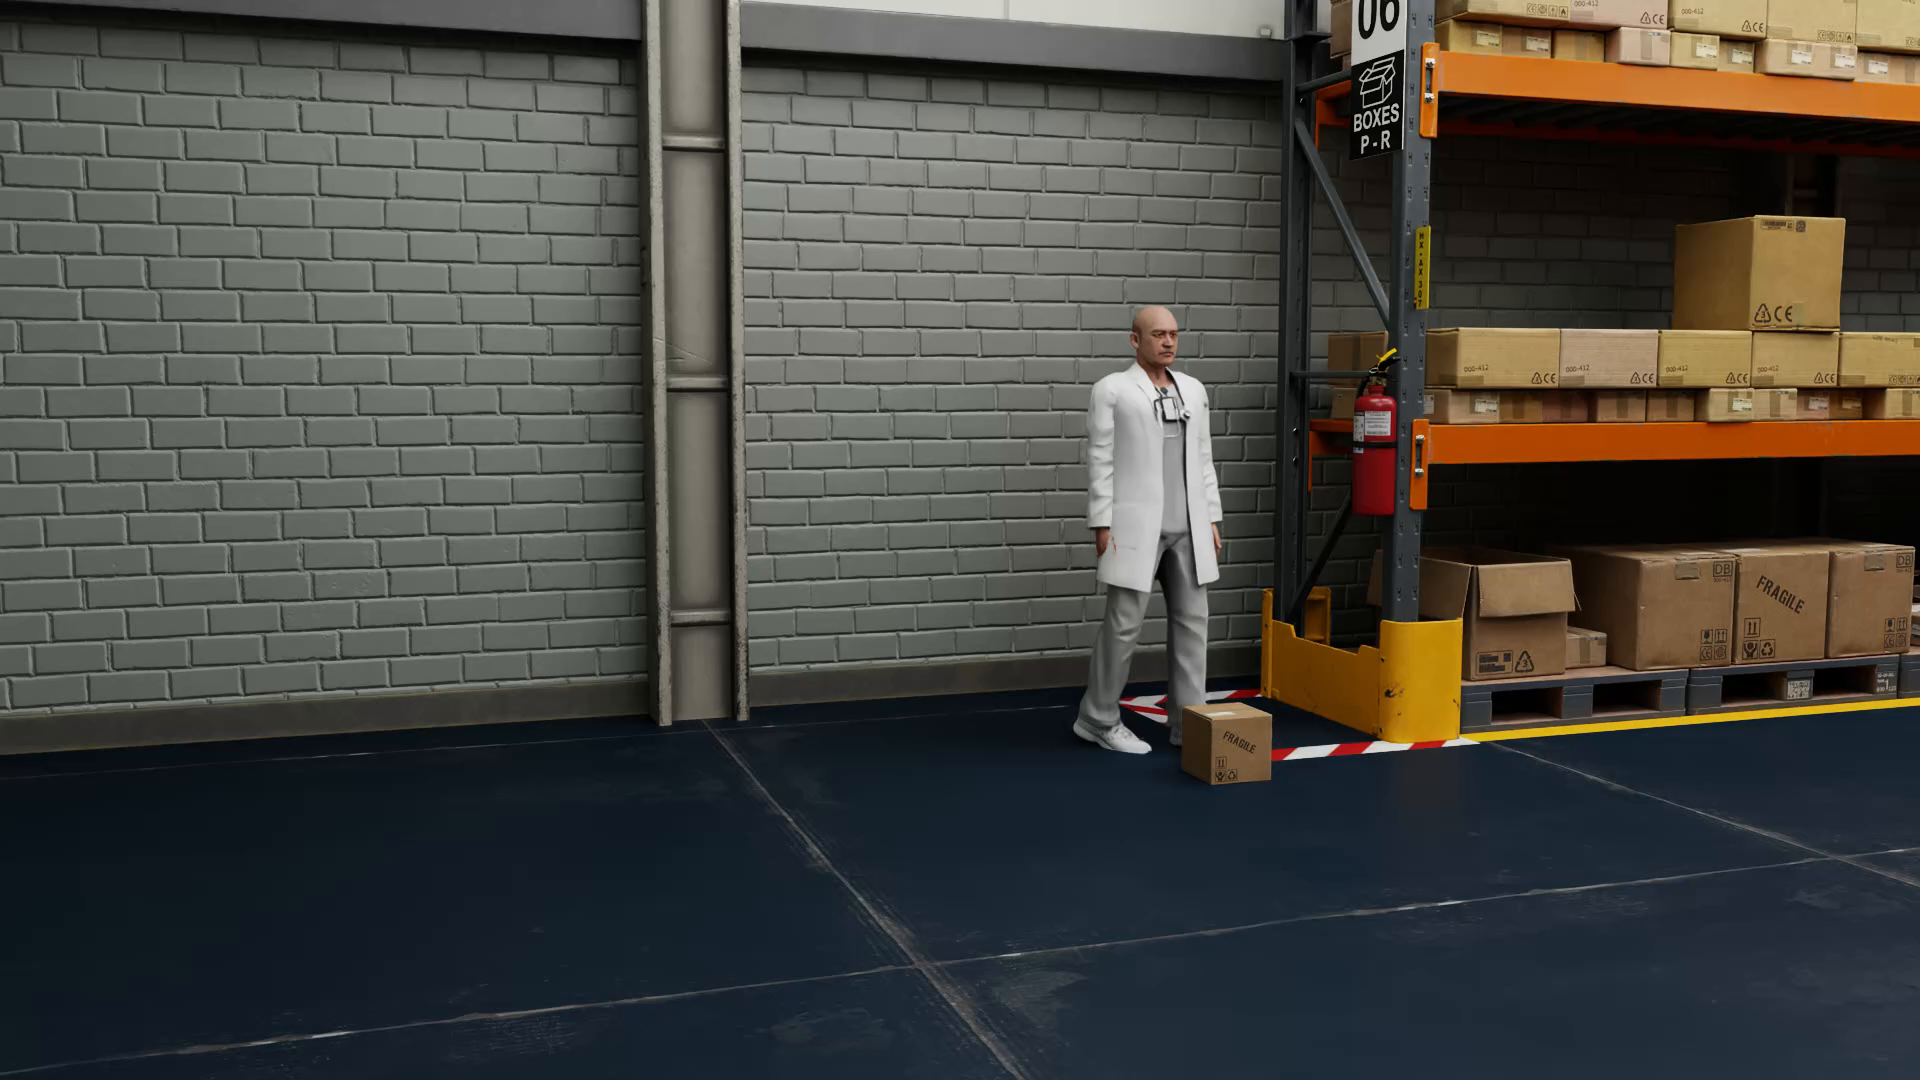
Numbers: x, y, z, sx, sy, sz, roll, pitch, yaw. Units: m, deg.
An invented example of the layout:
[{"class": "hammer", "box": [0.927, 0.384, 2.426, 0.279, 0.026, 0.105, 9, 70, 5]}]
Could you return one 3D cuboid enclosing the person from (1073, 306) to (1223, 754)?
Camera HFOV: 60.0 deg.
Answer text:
[{"class": "person", "box": [0.811, -0.026, 6.649, 0.601, 1.810, 0.569, -2, 6, -23]}]
